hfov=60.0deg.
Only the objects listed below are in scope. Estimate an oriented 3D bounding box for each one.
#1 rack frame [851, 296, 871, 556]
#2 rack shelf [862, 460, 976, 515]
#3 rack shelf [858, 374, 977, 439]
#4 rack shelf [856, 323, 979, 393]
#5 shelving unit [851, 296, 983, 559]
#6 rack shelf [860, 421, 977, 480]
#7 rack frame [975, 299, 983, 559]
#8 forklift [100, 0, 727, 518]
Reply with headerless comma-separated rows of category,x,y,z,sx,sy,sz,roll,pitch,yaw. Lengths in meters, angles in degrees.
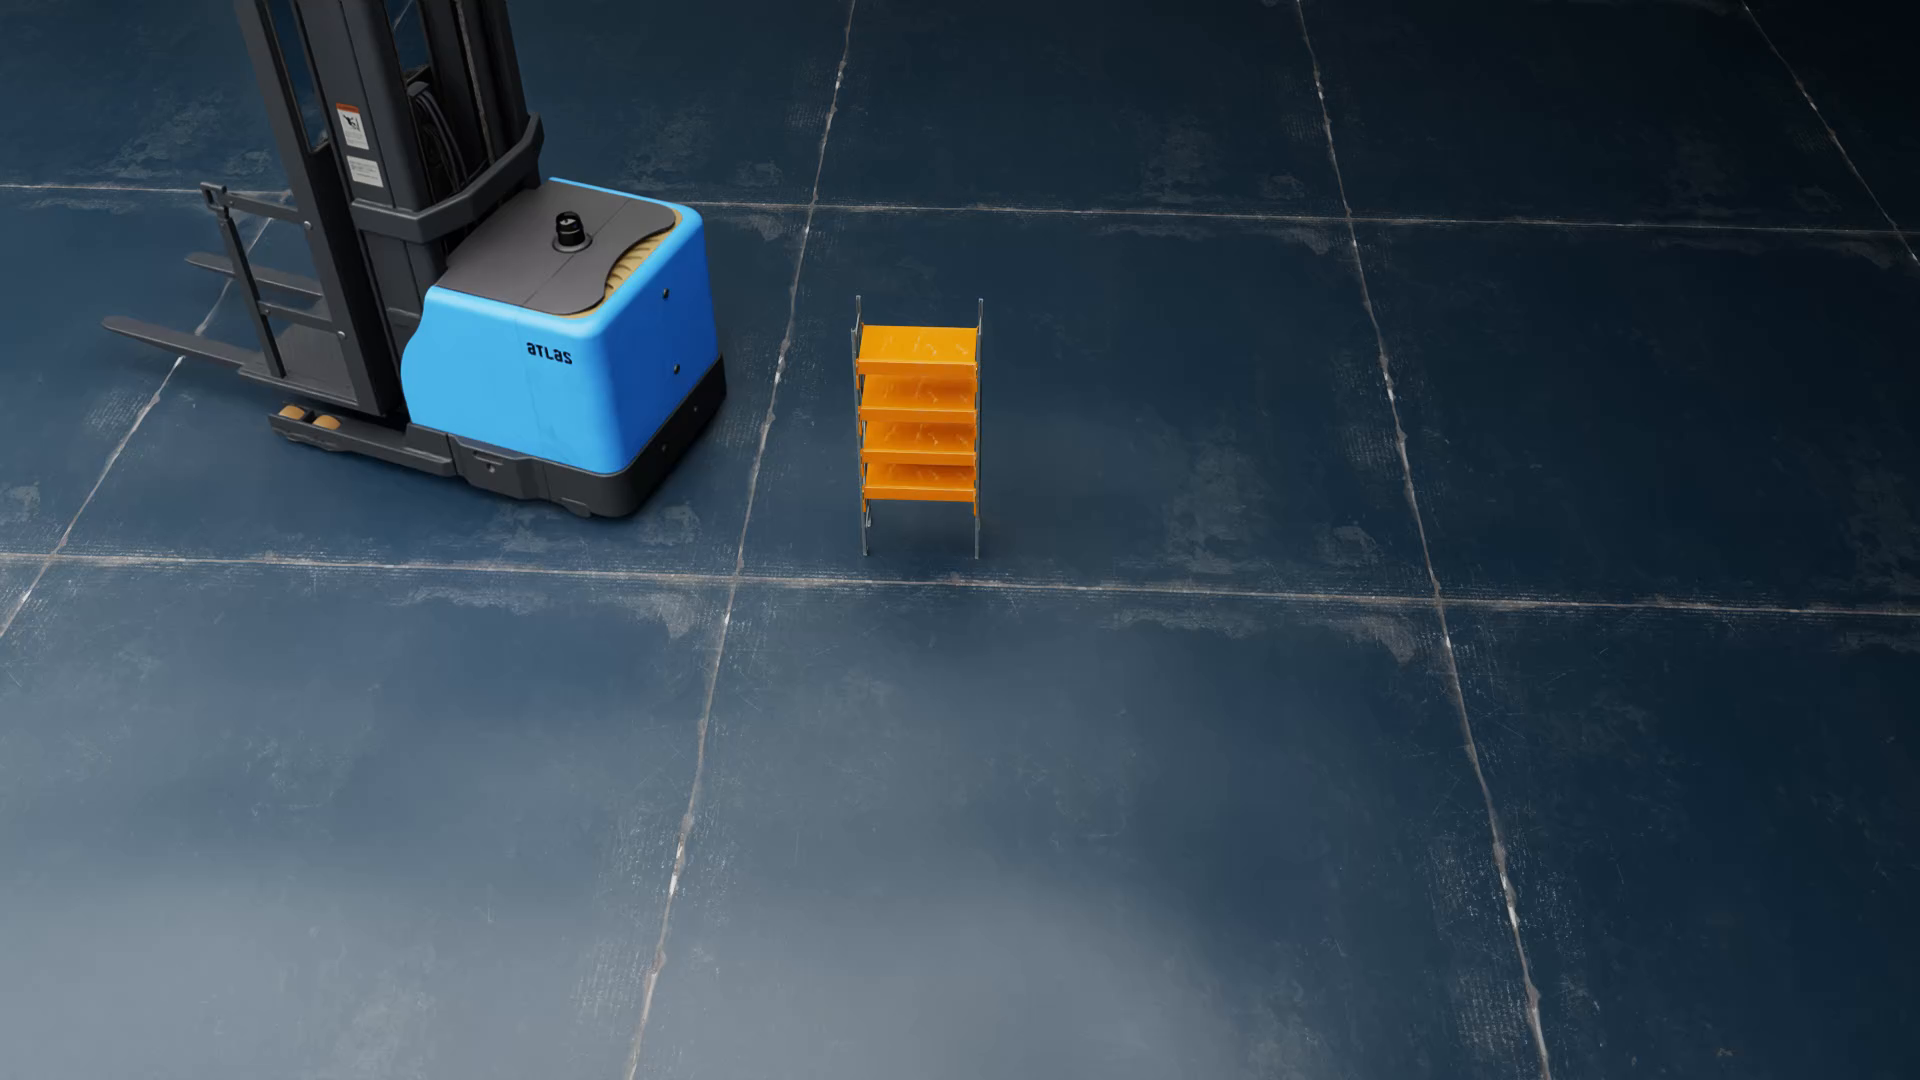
rack frame,-0.409,-0.452,6.940,0.015,1.200,0.240,2,43,2
rack shelf,-0.165,-0.250,7.113,0.480,0.148,0.258,2,43,2
rack shelf,-0.165,-0.559,6.825,0.480,0.148,0.258,2,43,2
rack shelf,-0.165,-0.732,6.664,0.480,0.148,0.258,2,43,2
shelving unit,-0.165,-0.444,6.932,0.503,1.200,0.258,2,43,2
rack shelf,-0.165,-0.395,6.978,0.480,0.148,0.258,2,43,2
rack frame,0.078,-0.437,6.924,0.015,1.200,0.240,2,43,2
forklift,-2.689,-1.808,7.126,3.031,2.935,1.130,15,45,15
